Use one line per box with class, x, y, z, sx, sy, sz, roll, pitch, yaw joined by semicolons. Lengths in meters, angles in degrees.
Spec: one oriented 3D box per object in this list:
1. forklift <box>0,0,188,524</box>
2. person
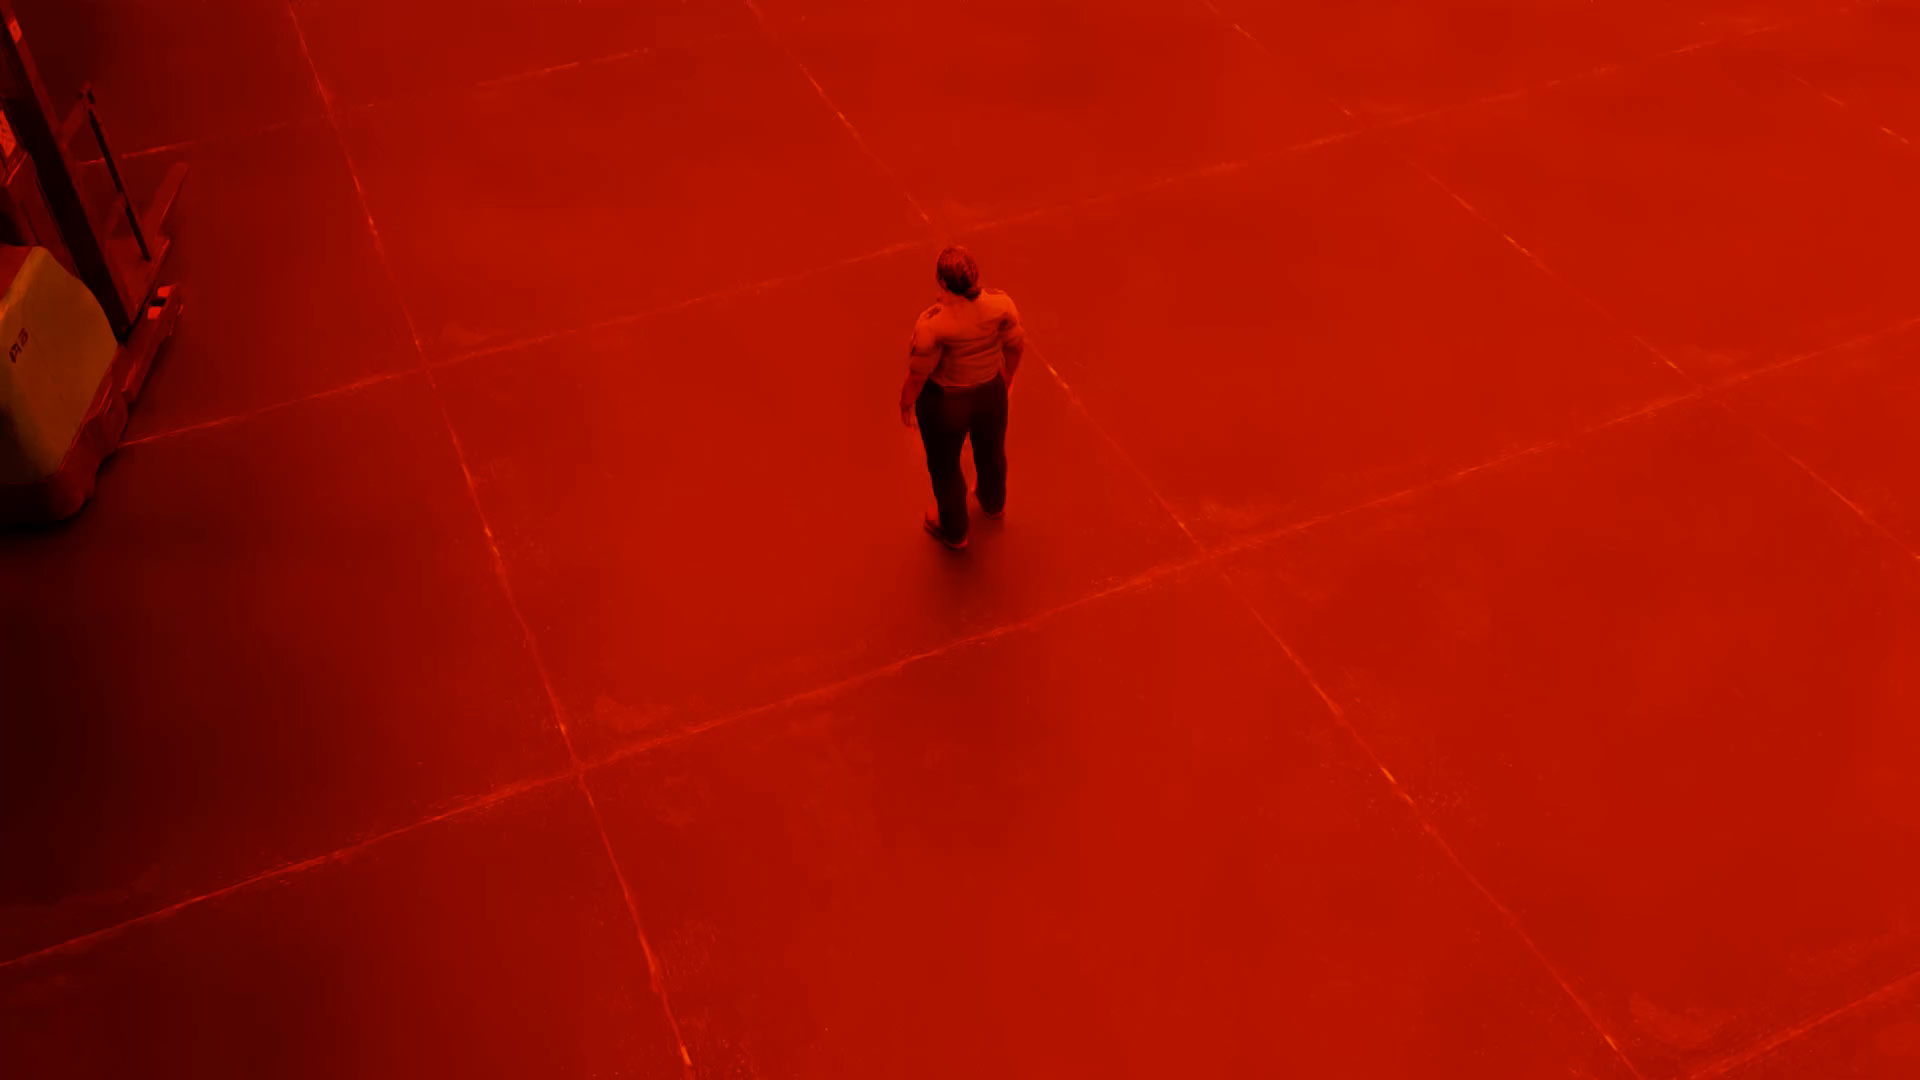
forklift;-4.814;-2.112;7.943;1.130;2.935;3.031;-3;43;-4
person;-0.017;-0.670;7.328;0.599;1.650;0.502;-18;46;-18
